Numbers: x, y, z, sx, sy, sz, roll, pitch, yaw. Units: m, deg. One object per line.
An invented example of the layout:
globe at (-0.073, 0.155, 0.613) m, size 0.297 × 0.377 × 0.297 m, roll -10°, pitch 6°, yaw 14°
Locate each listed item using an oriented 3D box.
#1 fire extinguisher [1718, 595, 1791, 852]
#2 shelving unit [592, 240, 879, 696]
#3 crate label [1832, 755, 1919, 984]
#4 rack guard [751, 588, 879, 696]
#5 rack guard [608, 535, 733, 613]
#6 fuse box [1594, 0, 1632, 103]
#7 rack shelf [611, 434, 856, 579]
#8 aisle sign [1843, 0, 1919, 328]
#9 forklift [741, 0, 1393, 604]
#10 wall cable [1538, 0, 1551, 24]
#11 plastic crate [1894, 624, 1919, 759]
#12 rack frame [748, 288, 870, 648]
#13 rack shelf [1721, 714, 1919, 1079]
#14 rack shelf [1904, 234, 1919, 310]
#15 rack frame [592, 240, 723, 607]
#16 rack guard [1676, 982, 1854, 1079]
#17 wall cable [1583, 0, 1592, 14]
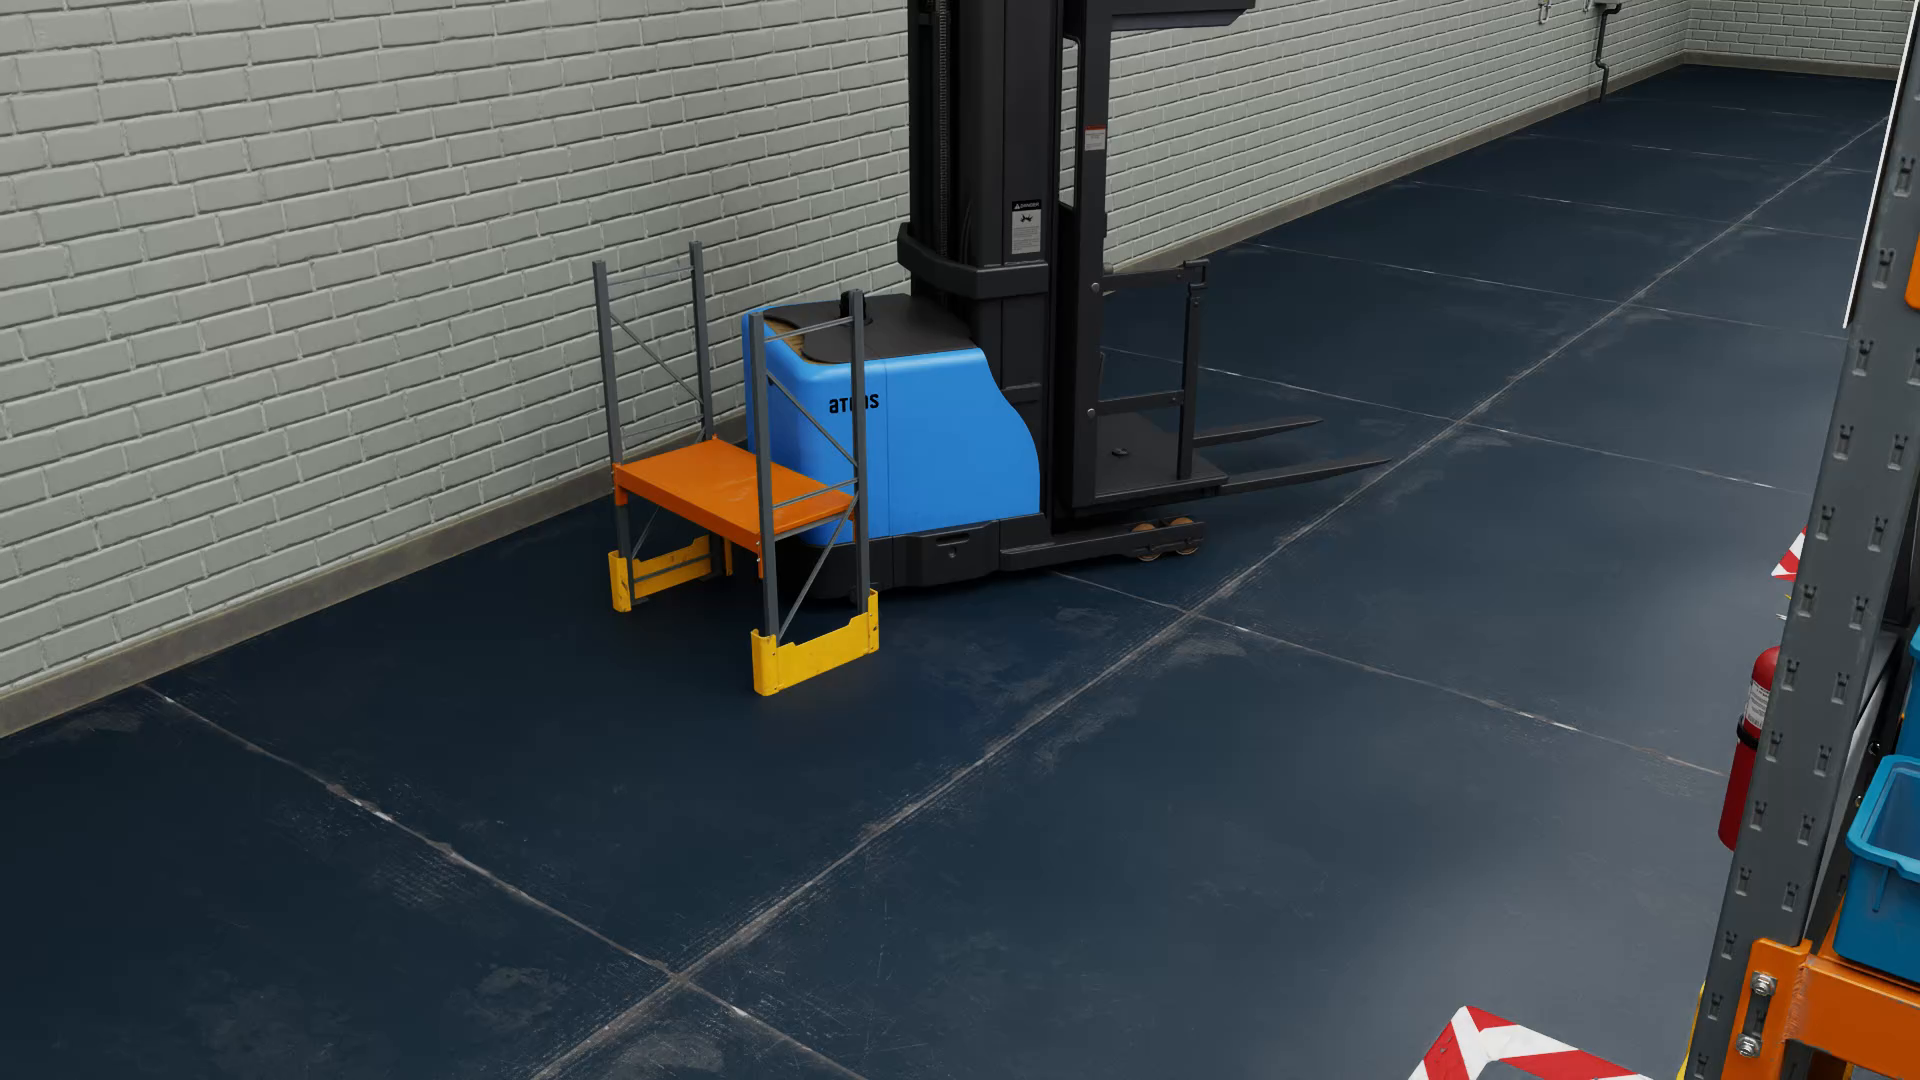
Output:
fire extinguisher at (1.839, 0.390, 3.702) m, size 0.183 × 0.674 × 0.296 m, roll 17°, pitch 29°, yaw 33°
shelving unit at (-0.905, -0.323, 6.621) m, size 0.587 × 1.500 × 1.083 m, roll -21°, pitch 31°, yaw -39°
crate label at (1.688, 0.583, 2.841) m, size 0.303 × 0.233 × 0.416 m, roll 17°, pitch 29°, yaw 33°
rack guard at (-0.563, 0.395, 6.542) m, size 0.587 × 0.250 × 0.087 m, roll -21°, pitch 31°, yaw -39°
rack guard at (-1.246, 0.103, 7.205) m, size 0.587 × 0.250 × 0.087 m, roll -21°, pitch 31°, yaw -39°
fuse box at (7.452, -5.837, 18.875) m, size 0.414 × 1.711 × 0.539 m, roll 17°, pitch 29°, yaw 33°
rack shelf at (-0.898, -0.155, 6.688) m, size 0.538 × 0.185 × 1.000 m, roll -21°, pitch 31°, yaw -39°
aisle sign at (1.452, -0.744, 2.493) m, size 0.004 × 0.787 × 0.394 m, roll 17°, pitch 29°, yaw 33°
forklift at (0.579, -1.433, 7.368) m, size 3.031 × 2.935 × 1.130 m, roll -9°, pitch 25°, yaw -20°
wall cable at (6.075, -6.263, 16.946) m, size 0.123 × 1.953 × 0.585 m, roll 17°, pitch 29°, yaw 33°
plastic crate at (2.067, 0.345, 3.129) m, size 0.499 × 0.435 × 0.616 m, roll 17°, pitch 29°, yaw 33°
rack frame at (-0.550, -0.171, 6.277) m, size 0.500 × 1.500 × 0.032 m, roll -21°, pitch 31°, yaw -39°
rack shelf at (3.288, 1.180, 2.243) m, size 4.000 × 0.370 × 1.077 m, roll 17°, pitch 29°, yaw 33°
rack shelf at (3.288, -0.192, 1.638) m, size 4.000 × 0.370 × 1.077 m, roll 17°, pitch 29°, yaw 33°
rack frame at (-1.247, -0.469, 6.954) m, size 0.500 × 1.500 × 0.032 m, roll -21°, pitch 31°, yaw -39°
rack guard at (1.661, 1.510, 3.703) m, size 0.348 × 0.500 × 1.175 m, roll 17°, pitch 29°, yaw 33°
wall cable at (6.917, -6.709, 17.997) m, size 0.122 × 1.984 × 0.588 m, roll 17°, pitch 29°, yaw 33°
